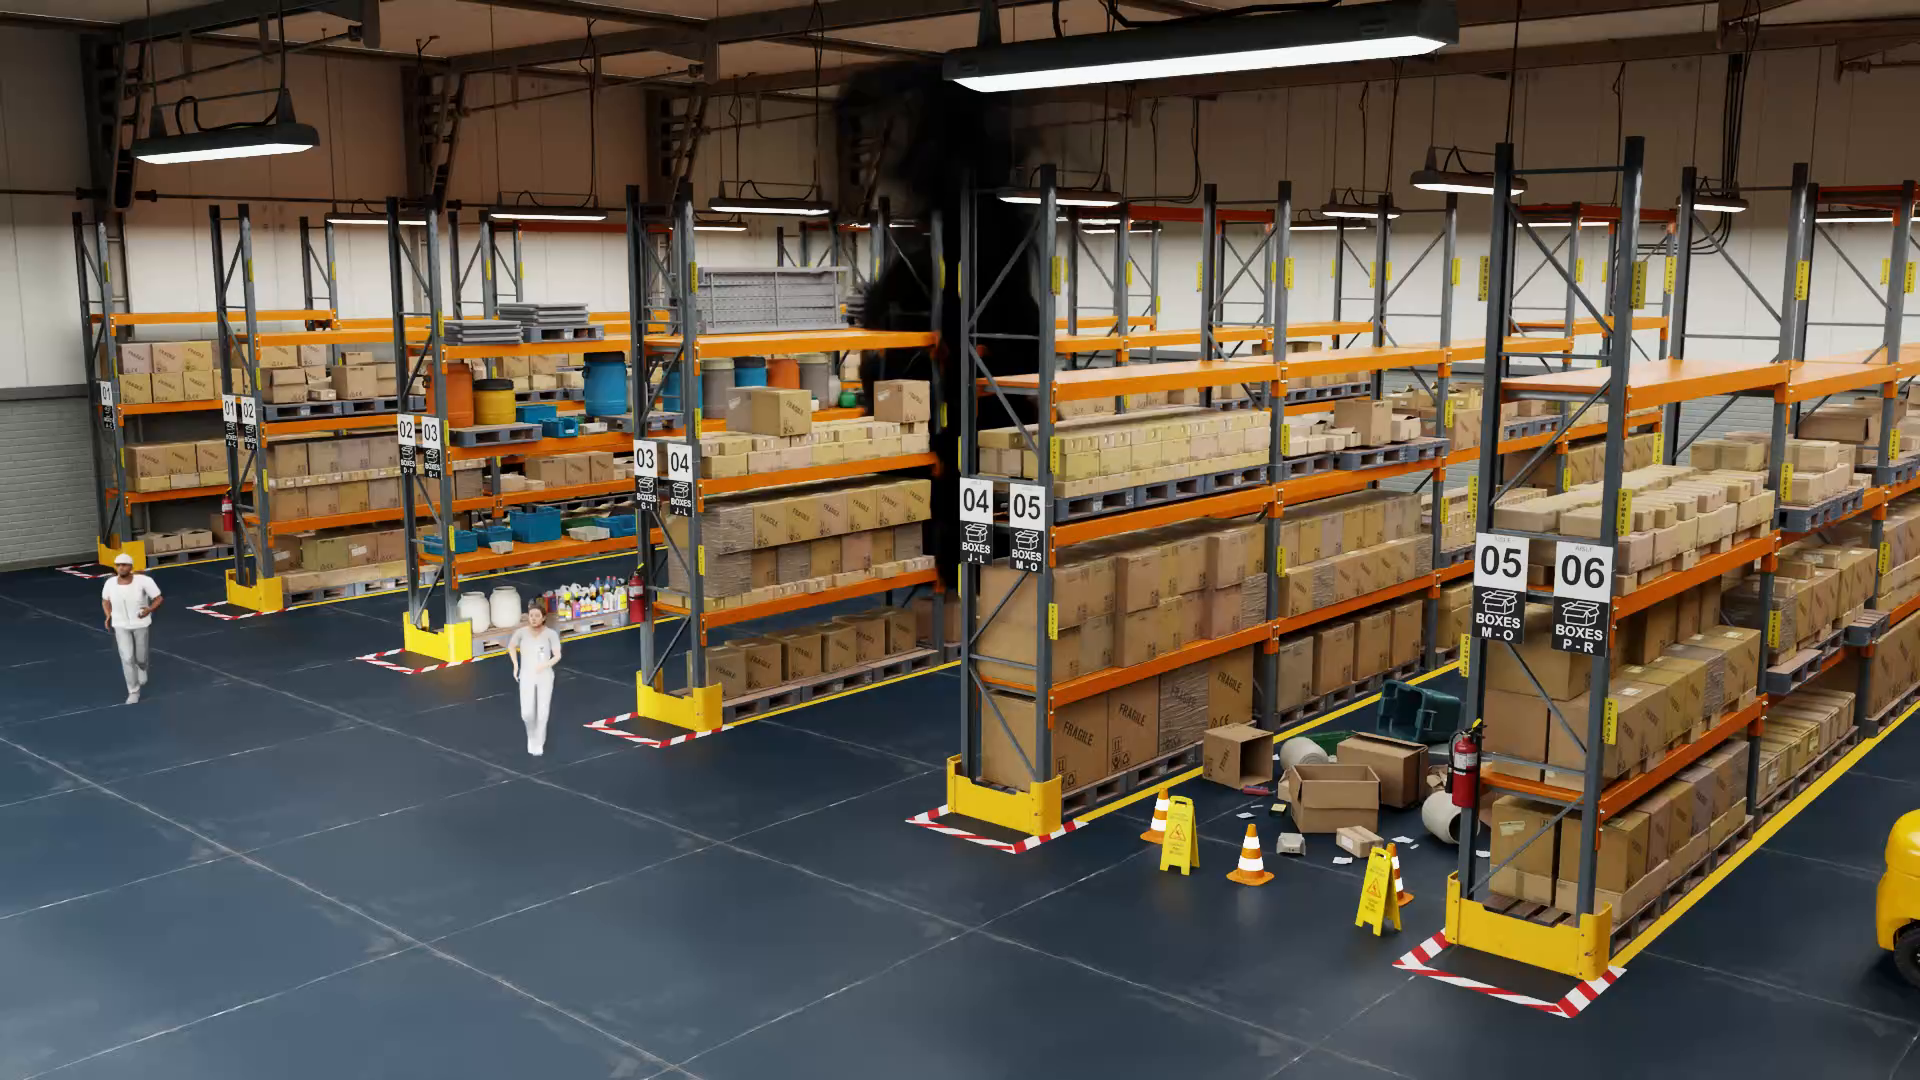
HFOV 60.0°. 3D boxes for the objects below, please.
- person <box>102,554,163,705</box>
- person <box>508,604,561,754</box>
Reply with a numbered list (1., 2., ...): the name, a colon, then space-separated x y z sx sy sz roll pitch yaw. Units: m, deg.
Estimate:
1. person: -9.880 1.027 19.870 0.690 1.763 0.823 -3 10 -16
2. person: -4.465 1.471 17.477 0.557 1.637 0.572 -1 10 -9
